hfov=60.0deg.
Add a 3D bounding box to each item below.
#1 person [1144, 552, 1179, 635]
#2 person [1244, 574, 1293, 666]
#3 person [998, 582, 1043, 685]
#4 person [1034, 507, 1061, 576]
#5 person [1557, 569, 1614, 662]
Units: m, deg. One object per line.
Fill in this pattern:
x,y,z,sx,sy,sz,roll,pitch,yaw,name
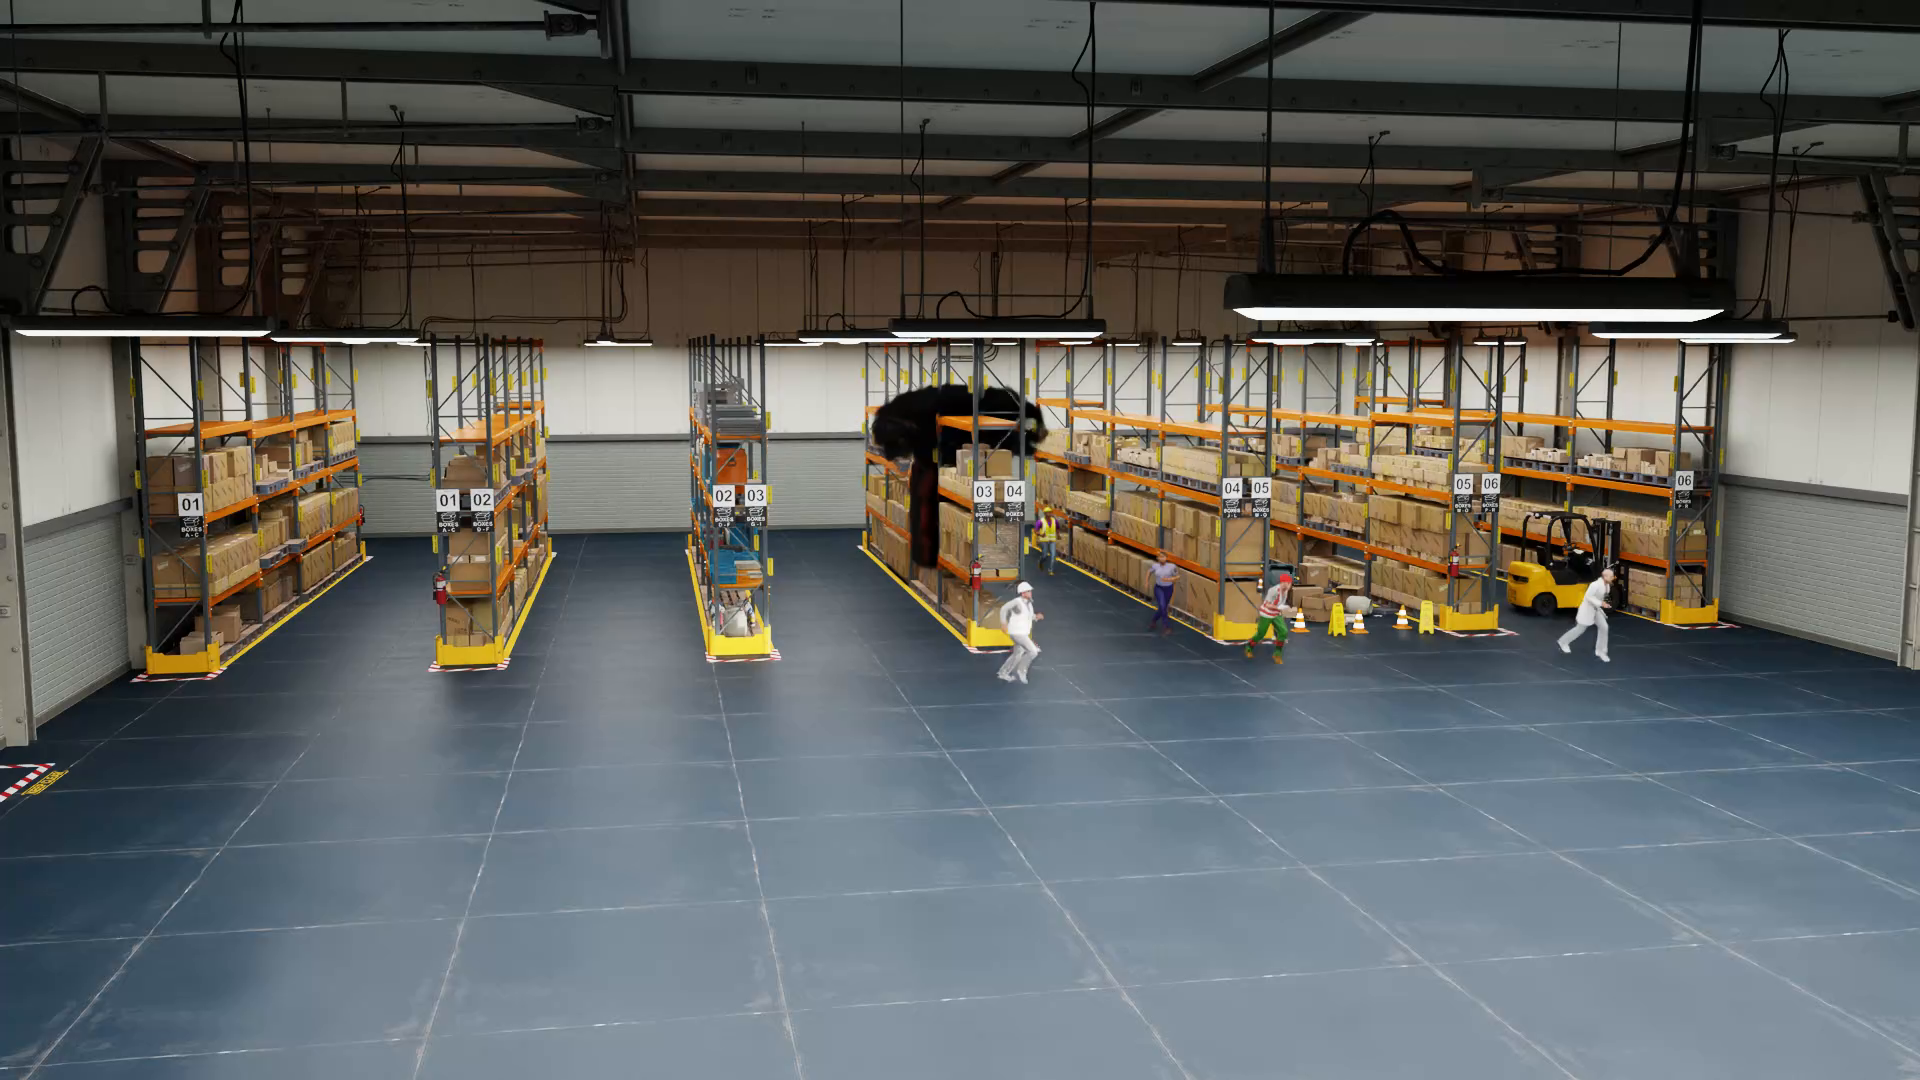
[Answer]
4.099,1.072,33.735,0.664,1.658,0.789,-1,7,-5,person
5.647,1.443,30.361,1.019,1.721,0.705,6,9,44,person
1.028,1.594,28.409,0.808,1.757,0.683,3,7,26,person
2.241,0.029,42.231,0.714,1.727,0.764,-2,7,-14,person
11.640,1.369,30.909,0.755,1.743,1.071,-6,9,-43,person
